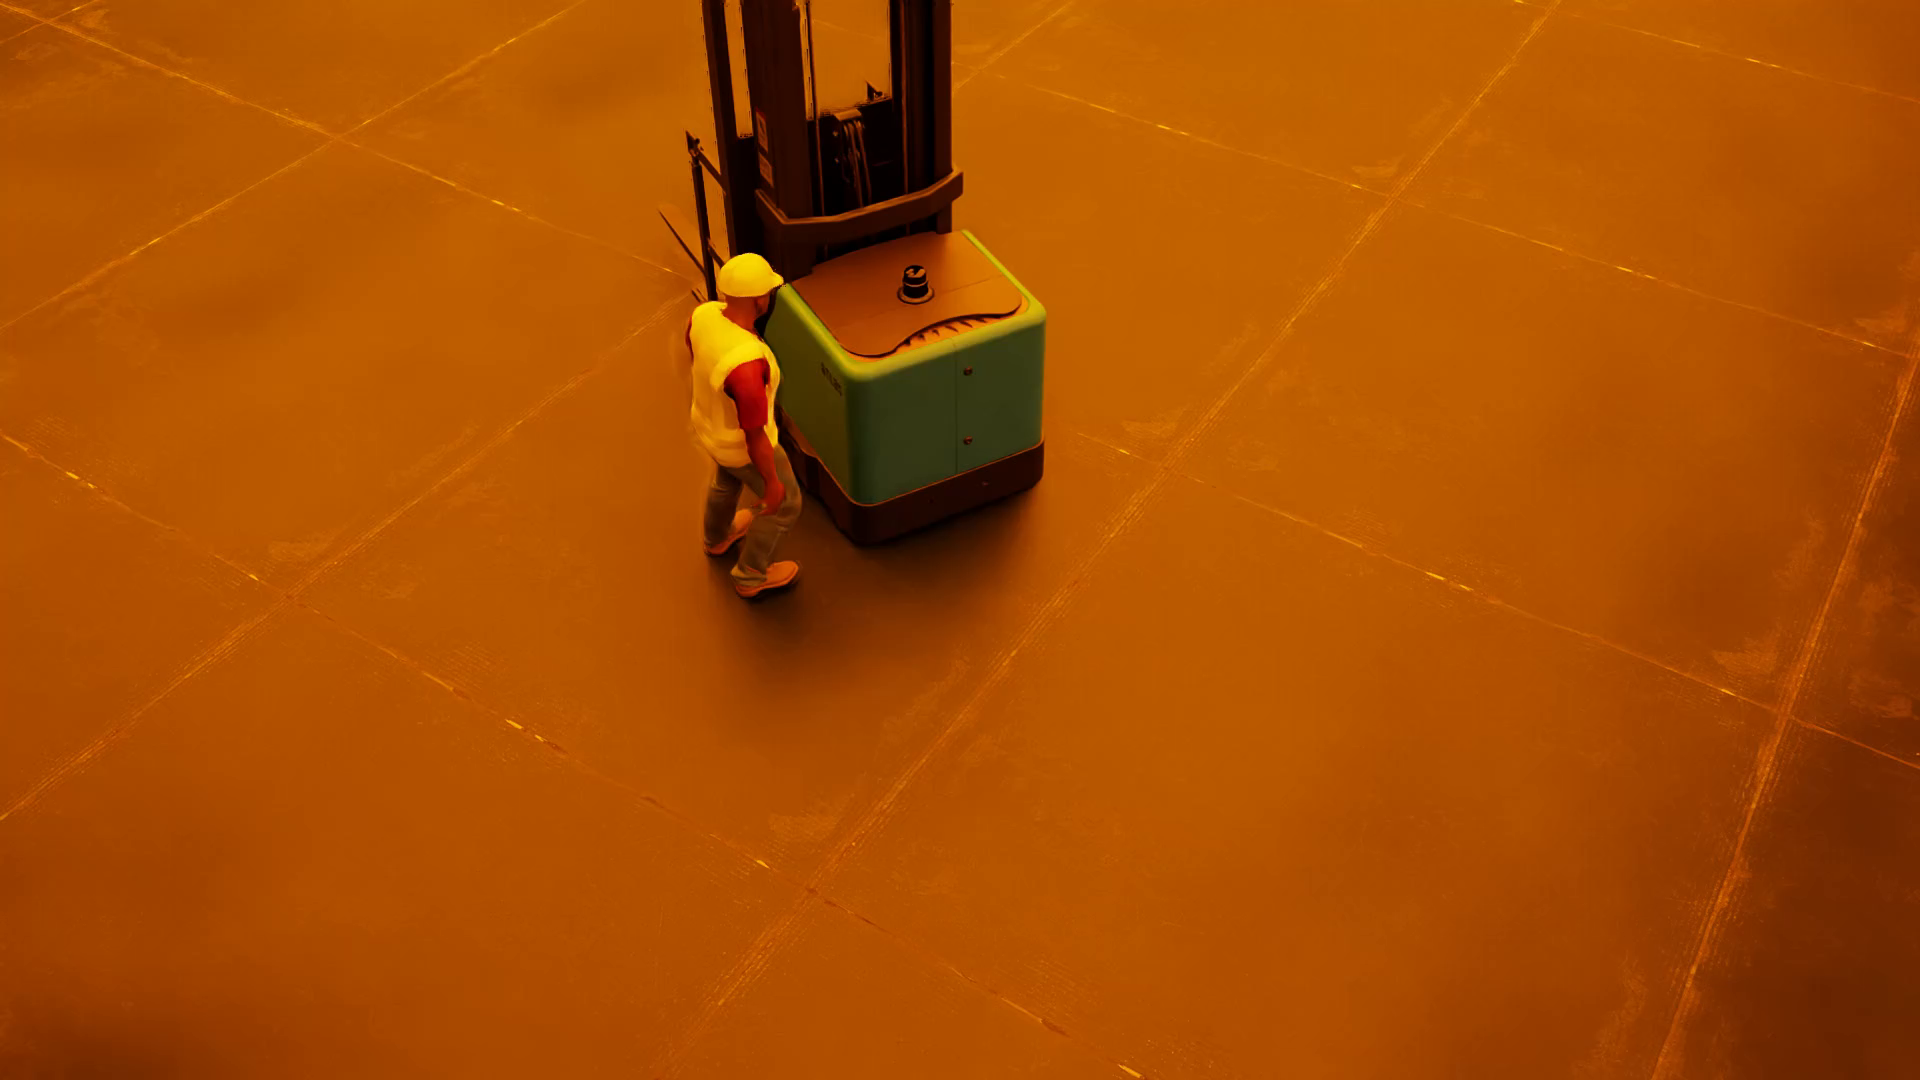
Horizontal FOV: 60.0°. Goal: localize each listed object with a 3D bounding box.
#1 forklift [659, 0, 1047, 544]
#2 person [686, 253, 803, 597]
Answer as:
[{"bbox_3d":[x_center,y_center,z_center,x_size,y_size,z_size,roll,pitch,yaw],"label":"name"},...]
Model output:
[{"bbox_3d":[-0.739,-2.054,8.015,1.130,2.935,3.031,-21,47,-20],"label":"forklift"},{"bbox_3d":[-0.915,-0.486,7.229,0.440,1.740,0.805,-22,48,-22],"label":"person"}]
